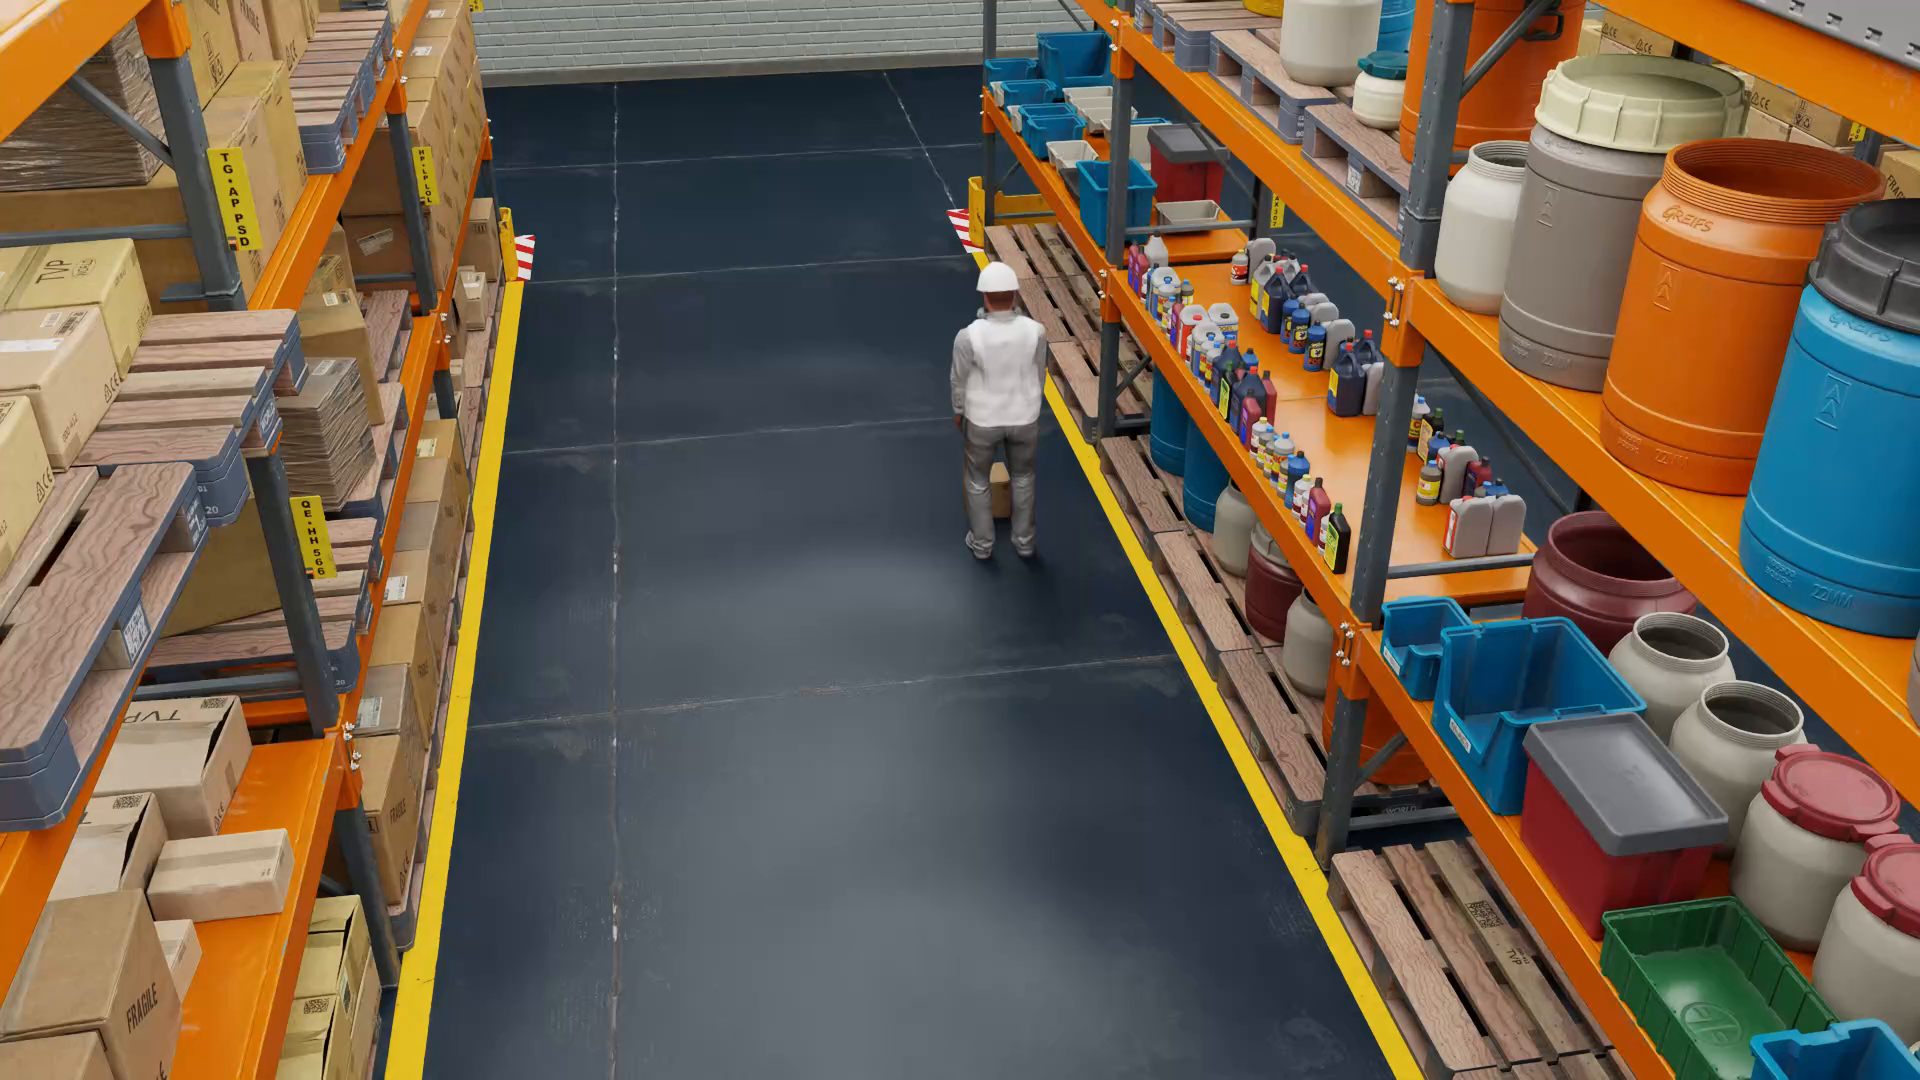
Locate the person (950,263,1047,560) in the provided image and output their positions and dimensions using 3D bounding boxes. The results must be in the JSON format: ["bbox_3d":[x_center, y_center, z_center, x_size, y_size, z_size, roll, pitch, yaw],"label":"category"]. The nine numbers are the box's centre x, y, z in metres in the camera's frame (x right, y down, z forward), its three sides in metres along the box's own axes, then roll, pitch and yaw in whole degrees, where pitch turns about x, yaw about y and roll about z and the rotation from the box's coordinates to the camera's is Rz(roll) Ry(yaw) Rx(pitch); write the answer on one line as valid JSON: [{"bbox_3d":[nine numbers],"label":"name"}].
[{"bbox_3d":[0.210,-0.706,9.337,0.540,1.760,0.389,-5,31,-8],"label":"person"}]
